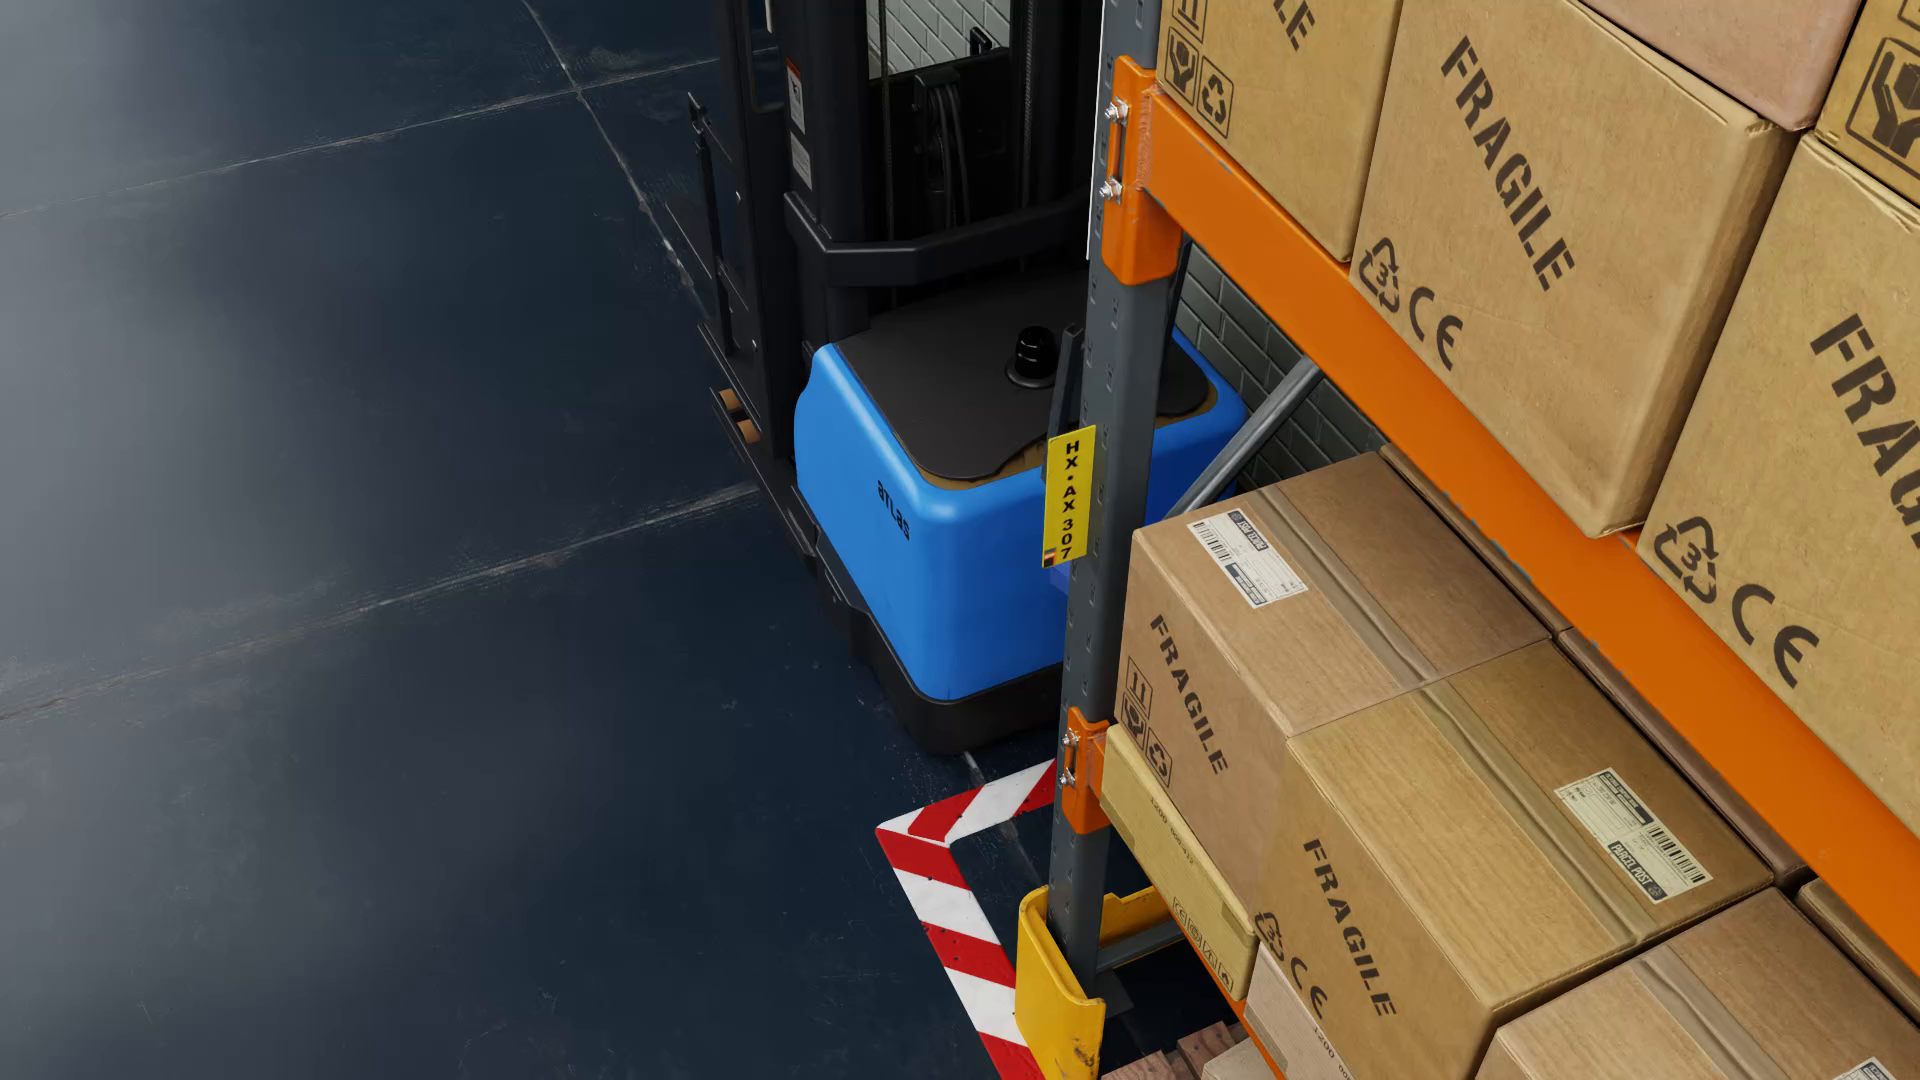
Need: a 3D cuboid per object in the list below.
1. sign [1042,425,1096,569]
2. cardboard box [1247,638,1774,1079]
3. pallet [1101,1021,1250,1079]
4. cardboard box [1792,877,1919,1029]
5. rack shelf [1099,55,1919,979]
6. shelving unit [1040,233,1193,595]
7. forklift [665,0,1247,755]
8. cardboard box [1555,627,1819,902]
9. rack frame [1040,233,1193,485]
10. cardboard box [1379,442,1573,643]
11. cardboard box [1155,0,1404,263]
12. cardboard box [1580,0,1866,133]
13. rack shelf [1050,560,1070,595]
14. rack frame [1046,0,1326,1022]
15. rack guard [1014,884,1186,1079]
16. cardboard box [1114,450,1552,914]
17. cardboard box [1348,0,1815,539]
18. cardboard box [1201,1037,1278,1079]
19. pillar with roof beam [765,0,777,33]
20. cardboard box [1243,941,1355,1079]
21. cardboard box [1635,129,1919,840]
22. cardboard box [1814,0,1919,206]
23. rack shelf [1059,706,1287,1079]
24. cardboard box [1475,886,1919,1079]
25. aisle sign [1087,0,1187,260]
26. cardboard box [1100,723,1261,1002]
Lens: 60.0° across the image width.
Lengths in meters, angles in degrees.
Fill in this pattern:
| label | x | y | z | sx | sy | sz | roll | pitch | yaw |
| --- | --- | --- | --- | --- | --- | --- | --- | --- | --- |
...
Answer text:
| label | x | y | z | sx | sy | sz | roll | pitch | yaw |
| --- | --- | --- | --- | --- | --- | --- | --- | --- | --- |
| sign | 0.203 | -0.076 | 3.075 | 0.100 | 0.325 | 0.005 | -18 | 47 | -17 |
| cardboard box | 0.822 | 0.562 | 2.604 | 0.500 | 0.500 | 0.500 | -18 | 47 | -17 |
| pallet | 1.037 | 1.641 | 3.937 | 1.003 | 0.211 | 1.213 | -18 | 47 | -17 |
| cardboard box | 1.510 | 0.740 | 2.423 | 0.500 | 0.500 | 0.500 | -19 | 48 | -18 |
| rack shelf | 1.536 | 0.534 | 1.449 | 1.077 | 0.370 | 4.000 | -18 | 47 | -17 |
| shelving unit | 0.758 | 0.104 | 4.498 | 1.048 | 1.500 | 0.538 | 36 | 57 | 21 |
| forklift | -0.266 | -1.439 | 5.122 | 1.130 | 2.935 | 3.031 | -18 | 48 | -18 |
| cardboard box | 1.289 | 0.412 | 2.755 | 0.500 | 0.500 | 0.500 | -17 | 47 | -17 |
| rack frame | 0.373 | -0.172 | 4.682 | 0.032 | 1.500 | 0.500 | 36 | 57 | 21 |
| cardboard box | 1.086 | 0.088 | 3.083 | 0.500 | 0.500 | 0.500 | -19 | 48 | -18 |
| cardboard box | 0.609 | -0.752 | 2.155 | 0.500 | 0.500 | 0.500 | -17 | 47 | -16 |
| cardboard box | 0.802 | -0.743 | 1.434 | 0.500 | 0.500 | 0.500 | -19 | 48 | -18 |
| rack shelf | 0.746 | 0.215 | 4.639 | 1.000 | 0.185 | 0.538 | 36 | 57 | 21 |
| rack frame | 0.695 | 0.072 | 3.542 | 1.000 | 3.000 | 0.127 | -18 | 47 | -17 |
| rack guard | 0.727 | 1.010 | 4.371 | 1.175 | 0.500 | 0.348 | -18 | 47 | -17 |
| cardboard box | 0.623 | 0.244 | 2.926 | 0.500 | 0.500 | 0.500 | -18 | 47 | -17 |
| cardboard box | 0.803 | -0.399 | 1.798 | 0.500 | 0.500 | 0.500 | -15 | 47 | -15 |
| cardboard box | 0.905 | 1.339 | 3.858 | 0.500 | 0.311 | 0.500 | -23 | 49 | -22 |
| pillar with roof beam | -4.654 | -4.426 | 3.828 | 9.100 | 9.000 | 0.400 | -18 | 47 | -17 |
| cardboard box | 0.844 | 0.849 | 2.846 | 0.500 | 0.250 | 0.500 | -19 | 48 | -19 |
| cardboard box | 1.024 | -0.070 | 1.464 | 0.500 | 0.500 | 0.500 | -16 | 47 | -16 |
| cardboard box | 1.028 | -0.420 | 1.107 | 0.500 | 0.500 | 0.500 | -17 | 47 | -16 |
| rack shelf | 1.536 | 1.602 | 2.503 | 1.077 | 0.370 | 4.000 | -18 | 47 | -17 |
| cardboard box | 1.034 | 0.893 | 2.268 | 0.500 | 0.500 | 0.500 | -20 | 48 | -19 |
| aisle sign | 0.393 | -0.811 | 2.585 | 0.394 | 0.787 | 0.004 | -18 | 47 | -17 |
| cardboard box | 0.612 | 0.523 | 3.177 | 0.500 | 0.250 | 0.500 | -19 | 48 | -19 |
